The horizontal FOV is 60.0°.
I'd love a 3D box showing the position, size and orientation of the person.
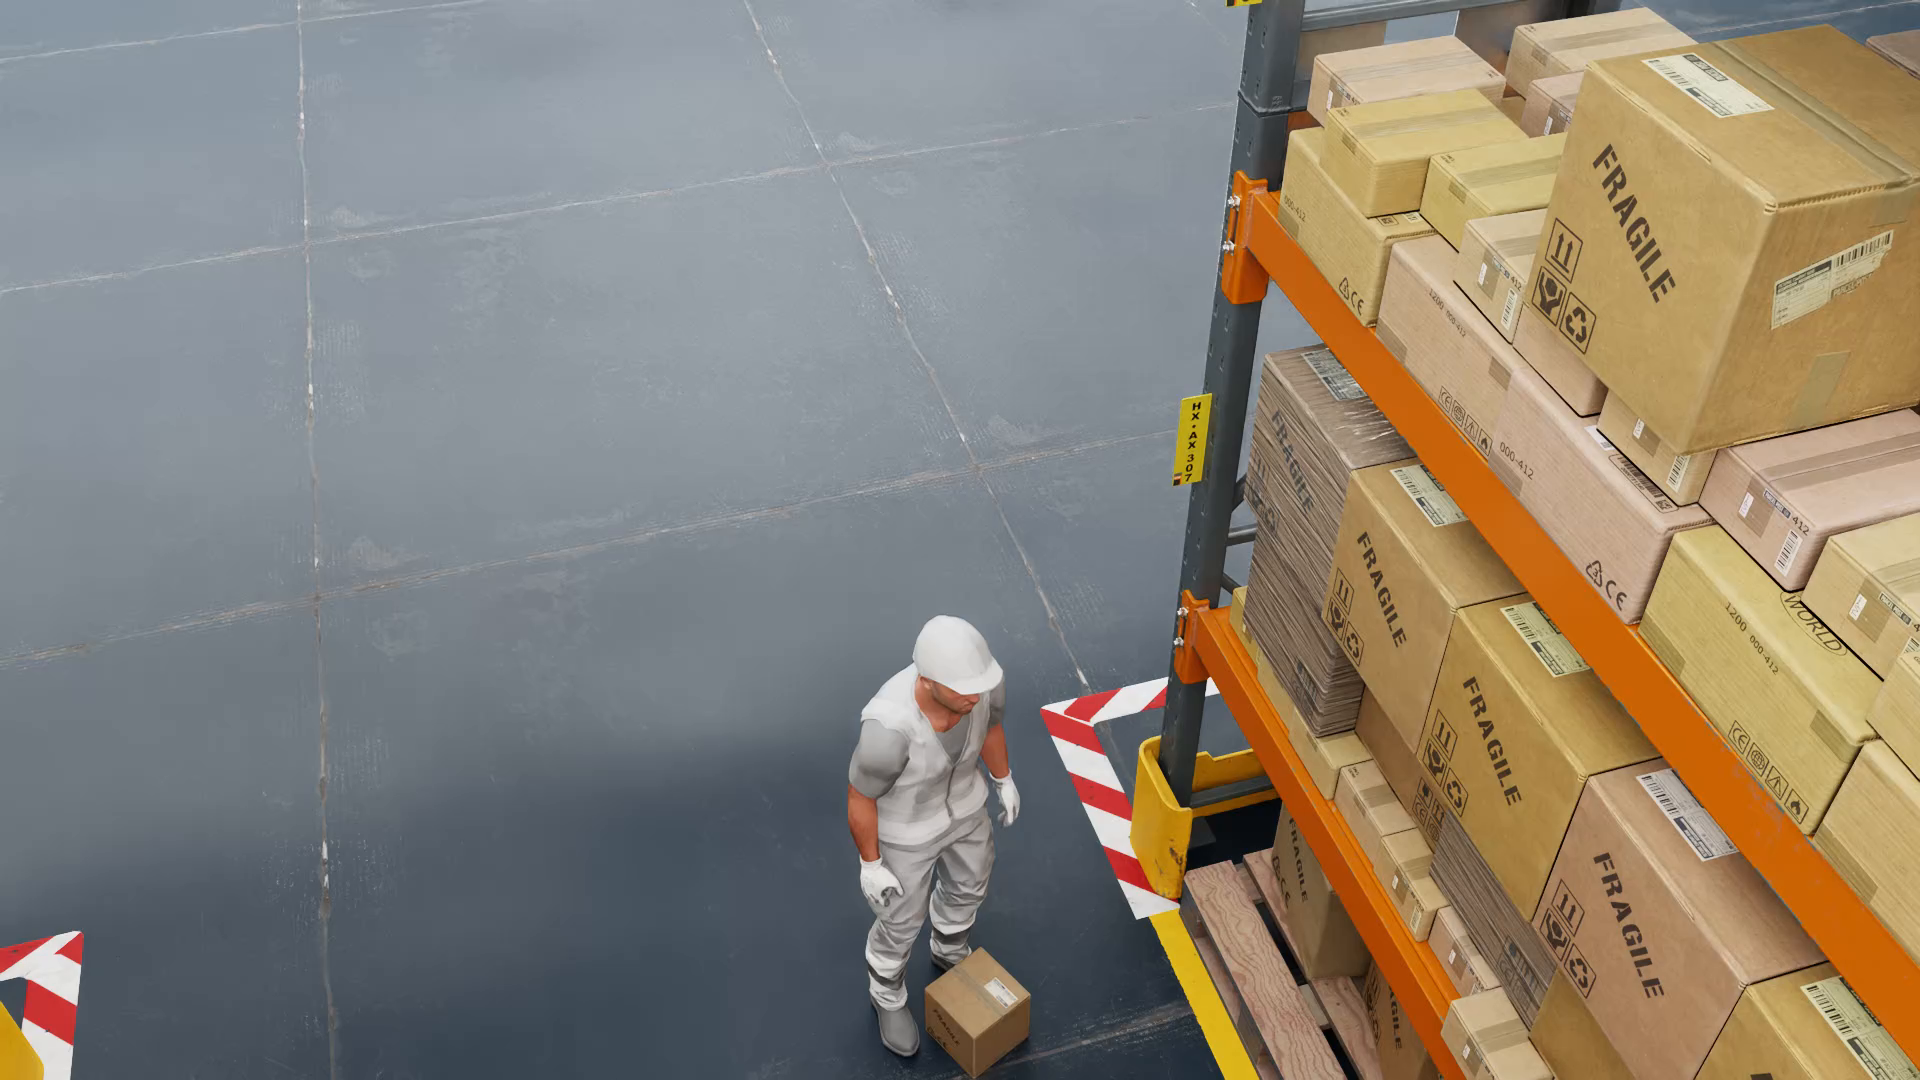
[{"bbox_3d":[-0.073,0.880,5.165,0.623,1.781,0.446,-28,49,-28],"label":"person"}]
